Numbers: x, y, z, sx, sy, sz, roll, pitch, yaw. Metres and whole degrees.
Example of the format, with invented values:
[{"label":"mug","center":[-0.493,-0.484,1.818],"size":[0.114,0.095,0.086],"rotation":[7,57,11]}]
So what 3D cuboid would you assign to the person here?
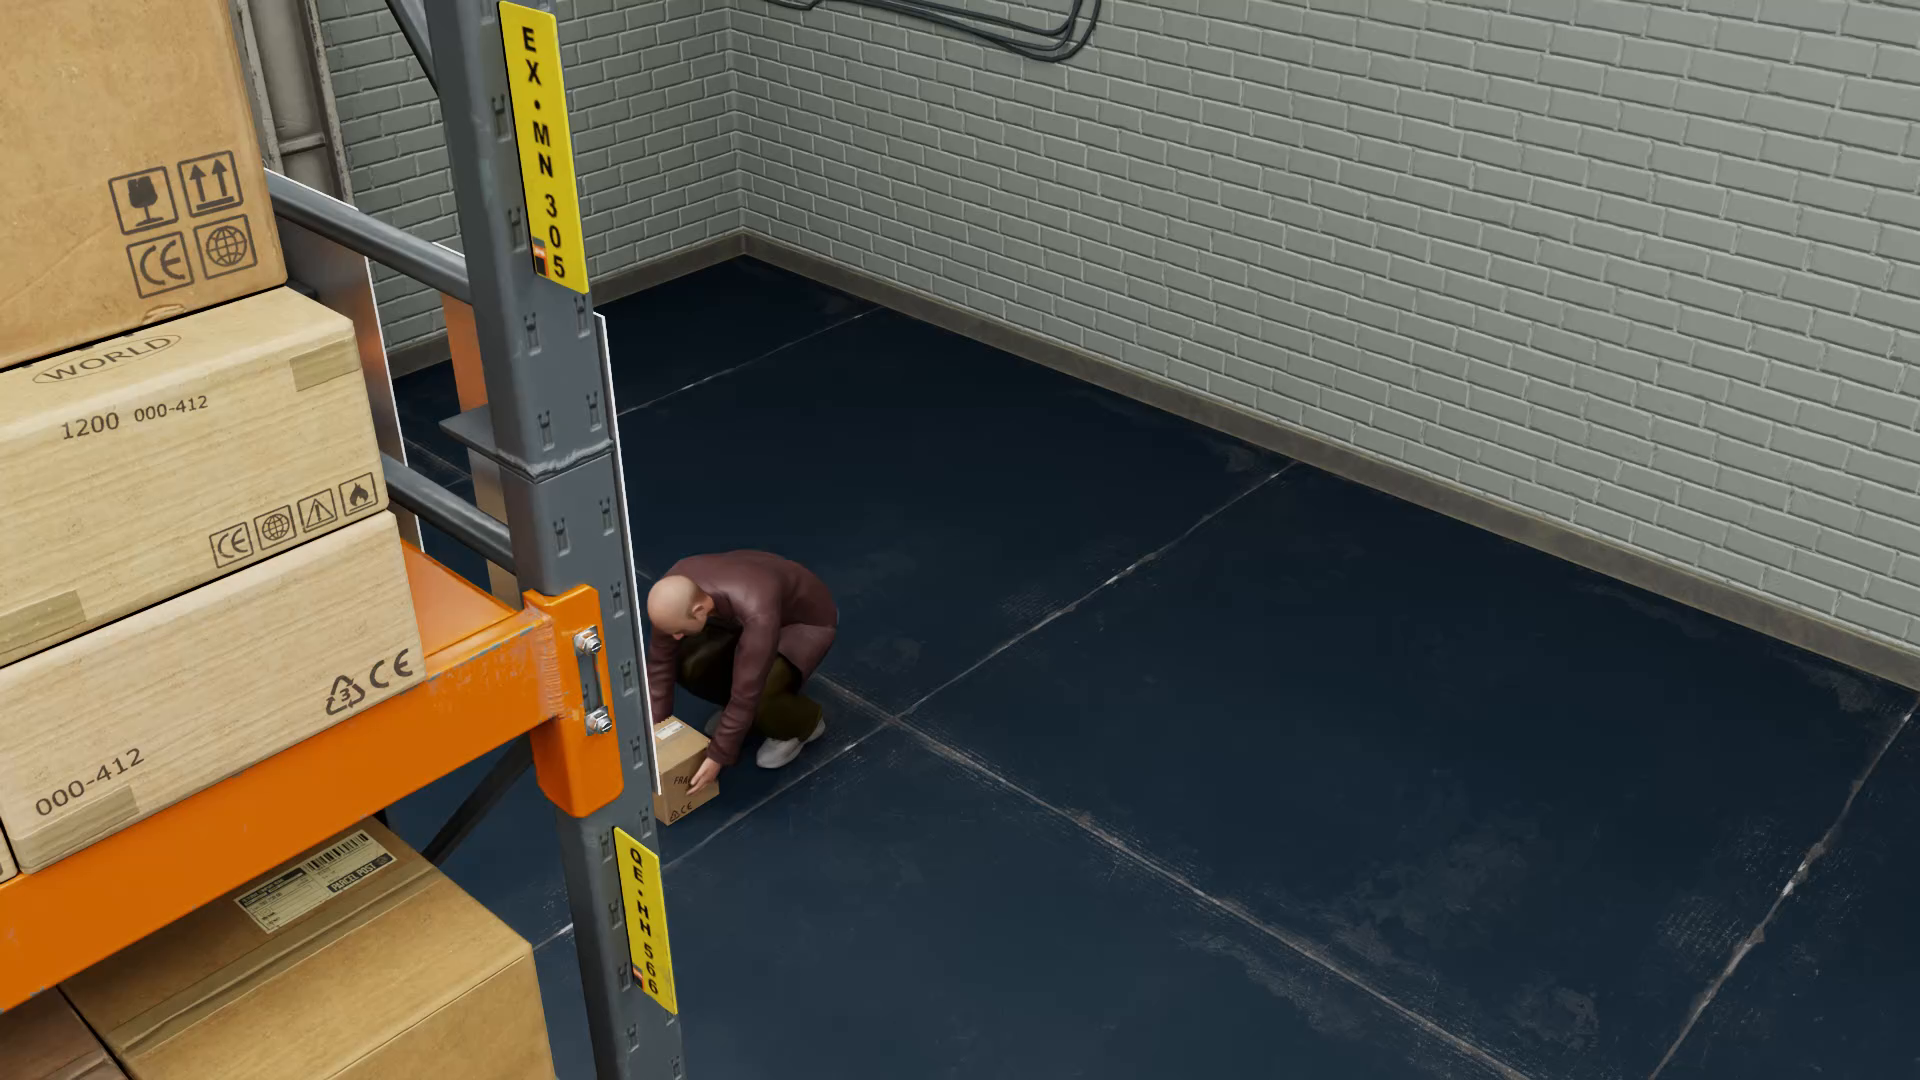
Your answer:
[{"label":"person","center":[-0.829,0.423,6.257],"size":[0.611,0.941,0.901],"rotation":[25,39,35]}]
